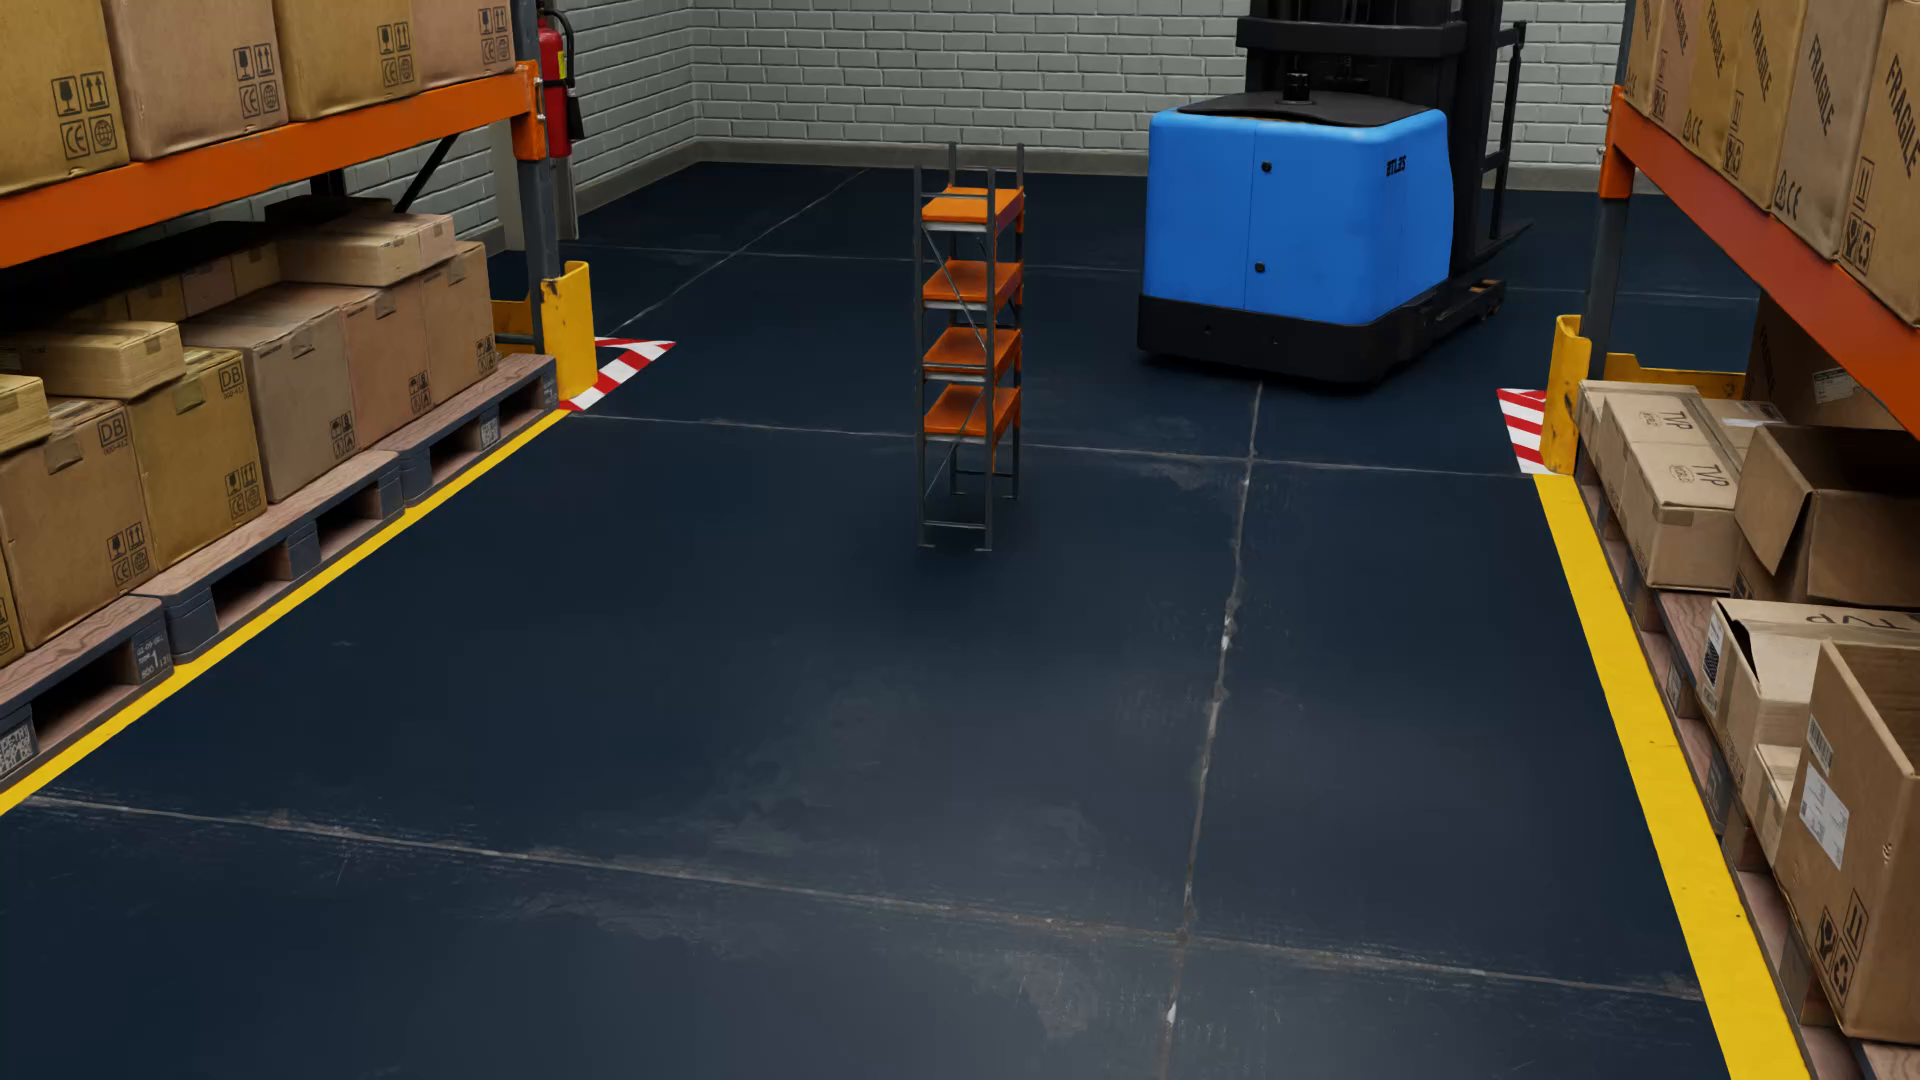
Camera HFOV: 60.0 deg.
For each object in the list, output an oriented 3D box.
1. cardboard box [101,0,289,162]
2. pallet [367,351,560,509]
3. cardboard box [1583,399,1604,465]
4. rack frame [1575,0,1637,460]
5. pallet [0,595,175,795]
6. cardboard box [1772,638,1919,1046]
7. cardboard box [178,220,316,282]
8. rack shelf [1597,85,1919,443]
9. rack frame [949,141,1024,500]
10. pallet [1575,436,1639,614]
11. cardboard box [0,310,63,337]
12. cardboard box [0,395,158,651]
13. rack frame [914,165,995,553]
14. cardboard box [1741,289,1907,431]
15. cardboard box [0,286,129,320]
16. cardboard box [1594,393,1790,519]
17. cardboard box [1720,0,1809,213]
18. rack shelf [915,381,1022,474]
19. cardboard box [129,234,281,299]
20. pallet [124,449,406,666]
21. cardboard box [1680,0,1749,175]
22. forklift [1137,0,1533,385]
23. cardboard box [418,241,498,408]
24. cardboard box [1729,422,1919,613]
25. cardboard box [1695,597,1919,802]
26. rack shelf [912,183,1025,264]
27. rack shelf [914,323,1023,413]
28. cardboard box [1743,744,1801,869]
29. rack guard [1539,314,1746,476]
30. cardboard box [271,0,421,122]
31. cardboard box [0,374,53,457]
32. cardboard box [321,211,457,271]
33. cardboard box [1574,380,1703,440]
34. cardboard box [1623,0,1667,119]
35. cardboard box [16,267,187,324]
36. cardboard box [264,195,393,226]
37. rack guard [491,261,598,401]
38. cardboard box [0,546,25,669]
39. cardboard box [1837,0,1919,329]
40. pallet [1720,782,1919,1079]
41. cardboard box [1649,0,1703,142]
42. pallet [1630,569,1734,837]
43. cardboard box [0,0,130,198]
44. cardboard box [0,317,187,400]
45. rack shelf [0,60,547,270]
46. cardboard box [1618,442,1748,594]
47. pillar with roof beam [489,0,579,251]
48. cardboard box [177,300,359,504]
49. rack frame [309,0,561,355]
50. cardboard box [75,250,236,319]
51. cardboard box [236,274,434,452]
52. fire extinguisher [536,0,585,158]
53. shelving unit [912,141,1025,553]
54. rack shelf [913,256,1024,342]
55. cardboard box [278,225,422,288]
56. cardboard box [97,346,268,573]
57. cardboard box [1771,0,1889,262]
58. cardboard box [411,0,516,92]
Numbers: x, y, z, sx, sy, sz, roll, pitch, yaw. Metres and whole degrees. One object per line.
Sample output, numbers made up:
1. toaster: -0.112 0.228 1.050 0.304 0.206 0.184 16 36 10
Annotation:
1. cardboard box: -2.523 -1.456 4.553 0.980 0.700 0.700 3 22 8
2. pallet: -2.213 -0.458 6.208 1.003 0.211 1.213 4 22 11
3. cardboard box: 2.251 -0.345 5.398 0.380 0.166 0.250 4 22 11
4. rack frame: 2.723 -1.673 5.493 1.000 3.000 0.127 4 22 11
5. pallet: -2.711 0.435 3.992 1.003 0.211 1.213 4 22 11
6. cardboard box: 1.746 0.515 2.817 0.500 0.500 0.500 4 22 11
7. cardboard box: -2.444 -0.998 5.732 0.380 0.149 0.250 5 22 11
8. rack shelf: 2.315 -0.608 3.812 1.077 0.370 4.000 4 22 11
9. rack frame: 0.084 -0.706 5.501 0.240 1.200 0.015 4 22 11
10. pallet: 2.546 -0.060 5.221 1.003 0.211 1.213 4 22 11
11. cardboard box: -2.703 -0.532 4.576 0.380 0.149 0.250 5 22 11
12. cardboard box: -2.584 -0.071 4.299 0.700 0.500 0.500 4 22 10
13. rack frame: -0.016 -0.528 5.058 0.240 1.200 0.015 4 22 11
14. cardboard box: 2.854 -0.500 5.338 0.500 0.500 0.500 4 22 11
15. cardboard box: -2.651 -0.627 4.810 0.380 0.149 0.250 4 22 10
16. cardboard box: 2.233 -0.242 5.031 0.500 0.250 0.500 4 22 11
17. cardboard box: 2.066 -1.022 3.743 0.500 0.500 0.500 5 22 12
18. rack shelf: 0.034 -0.371 5.379 0.258 0.148 0.480 4 22 11
19. cardboard box: -2.496 -0.906 5.504 0.380 0.149 0.250 5 22 11
20. pallet: -2.464 -0.013 5.103 1.003 0.211 1.213 4 22 11
21. cardboard box: 2.169 -1.205 4.197 0.500 0.500 0.500 4 22 11
22. forklift: 2.006 -2.490 7.613 1.130 2.935 3.031 14 26 31
23. cardboard box: -2.172 -0.821 6.162 0.700 0.500 0.500 4 22 11
24. cardboard box: 2.286 0.056 3.952 0.797 0.503 0.637 4 22 11
25. cardboard box: 1.899 0.328 3.533 0.500 0.311 0.500 4 22 11
26. rack shelf: 0.034 -0.982 5.133 0.258 0.148 0.480 4 22 11
27. rack shelf: 0.034 -0.555 5.305 0.258 0.148 0.480 4 22 11
28. cardboard box: 1.764 0.536 3.235 0.380 0.149 0.250 4 22 11
29. rack guard: 2.708 -0.486 5.891 1.175 0.500 0.348 4 22 11
30. cardboard box: -2.359 -1.735 5.244 0.980 0.700 0.700 4 22 10
31. cardboard box: -2.441 -0.300 3.999 0.380 0.149 0.250 5 23 13
32. cardboard box: -2.019 -1.061 5.889 0.380 0.149 0.250 4 22 10
33. cardboard box: 2.302 -0.428 5.629 0.380 0.149 0.250 4 22 11
34. cardboard box: 2.375 -1.578 5.122 0.500 0.500 0.500 5 22 12
35. cardboard box: -2.599 -0.719 5.040 0.380 0.149 0.250 5 22 11
36. cardboard box: -2.342 -1.183 6.192 0.380 0.149 0.250 5 22 11
37. rack guard: -2.122 -0.899 6.916 1.175 0.500 0.348 4 22 11
38. cardboard box: -2.690 0.112 3.844 0.700 0.500 0.500 5 22 12
39. cardboard box: 1.862 -0.648 2.813 0.500 0.500 0.500 5 22 12
40. pallet: 2.048 0.832 3.006 1.003 0.211 1.213 4 22 11
41. cardboard box: 2.275 -1.389 4.652 0.500 0.500 0.500 4 22 10
42. pallet: 2.295 0.384 4.117 1.003 0.211 1.213 4 22 11
43. cardboard box: -2.662 -1.190 3.891 0.980 0.700 0.700 4 22 10
44. cardboard box: -2.335 -0.491 4.473 0.380 0.149 0.250 4 22 9
45. rack shelf: -2.535 -0.985 4.746 1.077 0.370 4.000 4 22 11
46. cardboard box: 2.131 -0.059 4.577 0.500 0.250 0.500 4 22 11
47. pillar with roof beam: 1.792 -5.558 7.108 9.100 9.000 0.400 4 22 11
48. cardboard box: -2.376 -0.454 5.250 0.700 0.500 0.500 4 22 9
49. rack frame: -2.127 -2.050 6.428 1.000 3.000 0.127 4 22 11
50. cardboard box: -2.547 -0.813 5.273 0.380 0.149 0.250 5 22 12
51. cardboard box: -2.274 -0.638 5.707 0.700 0.500 0.500 4 22 11
52. fire extinguisher: -1.644 -1.861 6.561 0.296 0.674 0.183 4 22 11
53. shelving unit: 0.034 -0.617 5.280 0.258 1.200 0.503 4 22 11
54. rack shelf: 0.034 -0.762 5.221 0.258 0.148 0.480 4 22 11
55. cardboard box: -2.071 -0.968 5.657 0.380 0.149 0.250 5 22 12
56. cardboard box: -2.477 -0.259 4.765 0.700 0.500 0.500 5 22 12
57. cardboard box: 1.964 -0.836 3.280 0.500 0.500 0.500 5 22 12
58. cardboard box: -2.221 -2.002 5.907 0.980 0.700 0.700 5 23 13
